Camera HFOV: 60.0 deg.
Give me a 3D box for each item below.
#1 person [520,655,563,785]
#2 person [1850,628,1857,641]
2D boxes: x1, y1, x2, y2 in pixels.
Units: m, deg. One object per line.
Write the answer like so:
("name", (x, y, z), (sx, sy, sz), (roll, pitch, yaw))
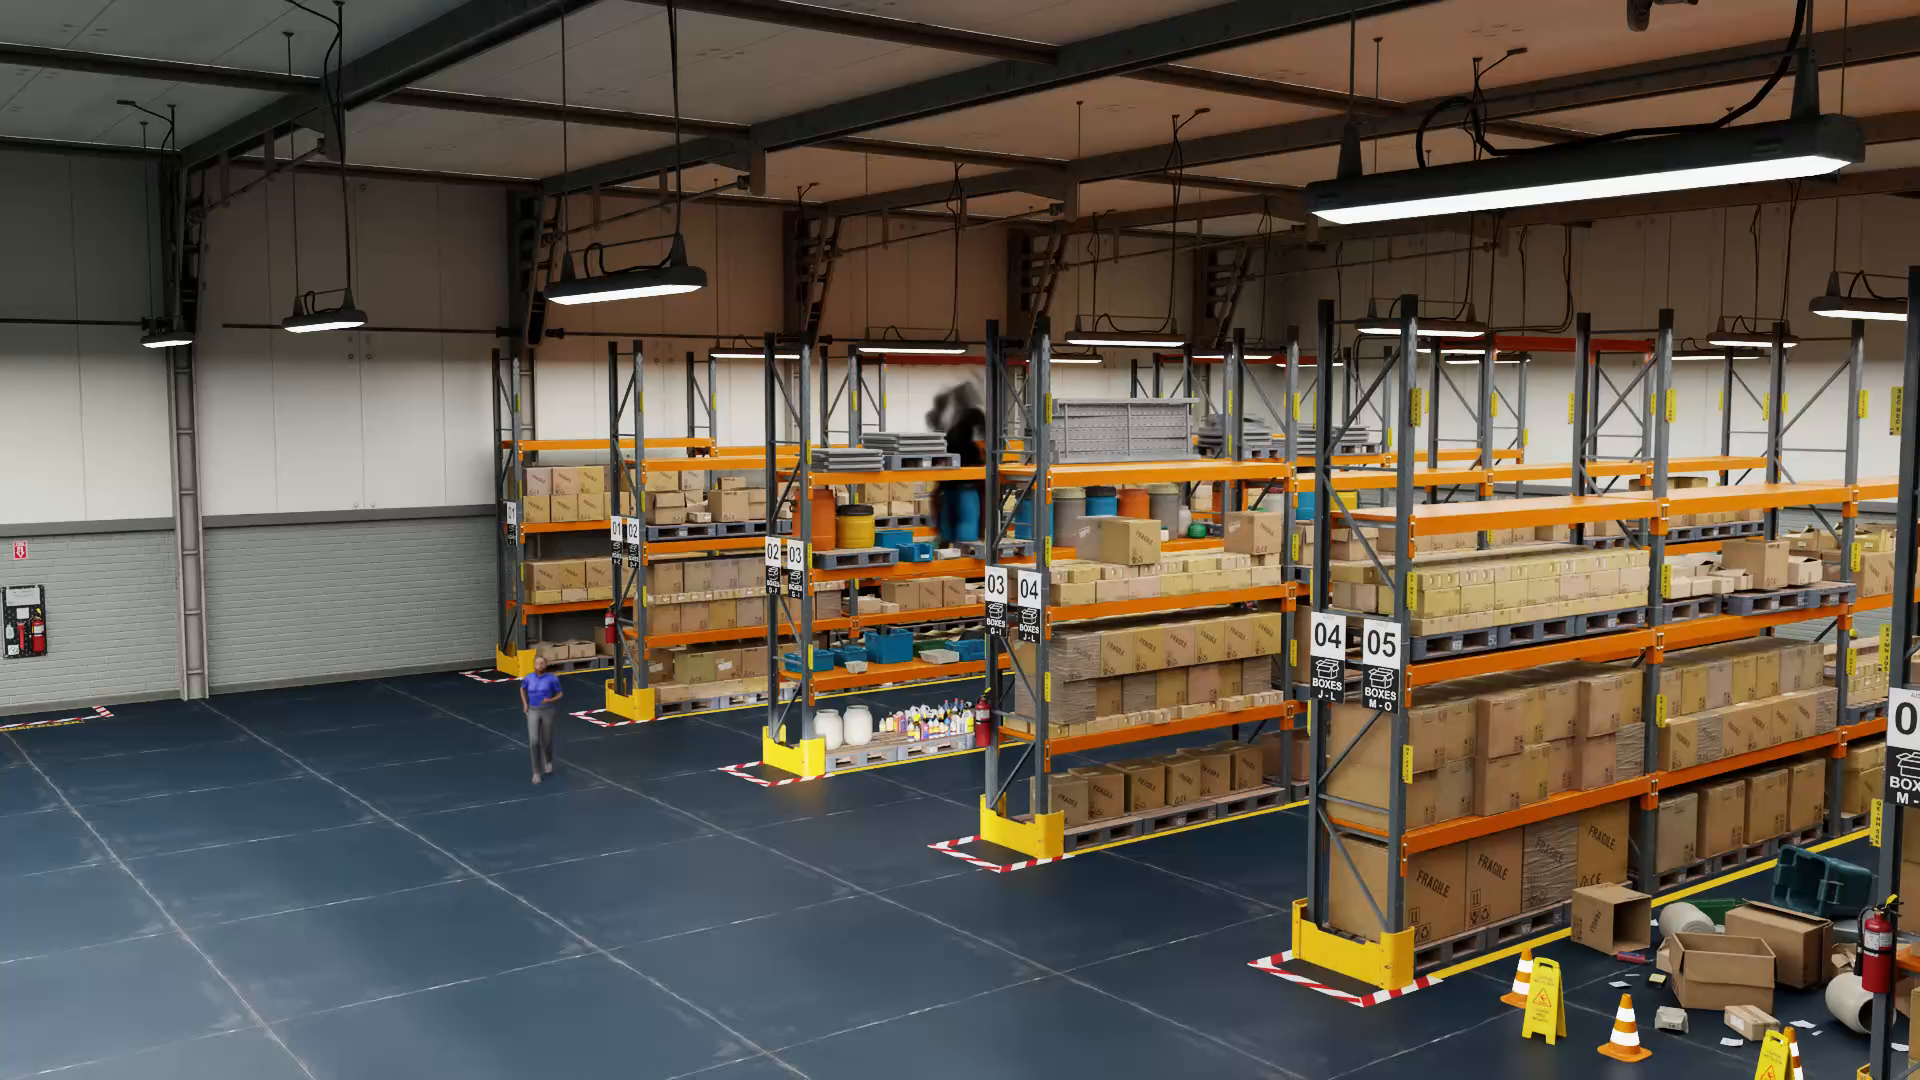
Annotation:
("person", (-5.616, 2.385, 22.330), (0.577, 1.701, 0.755), (-1, 5, -9))
("person", (12.963, 2.165, 24.195), (0.892, 1.801, 0.710), (-3, 6, -28))
